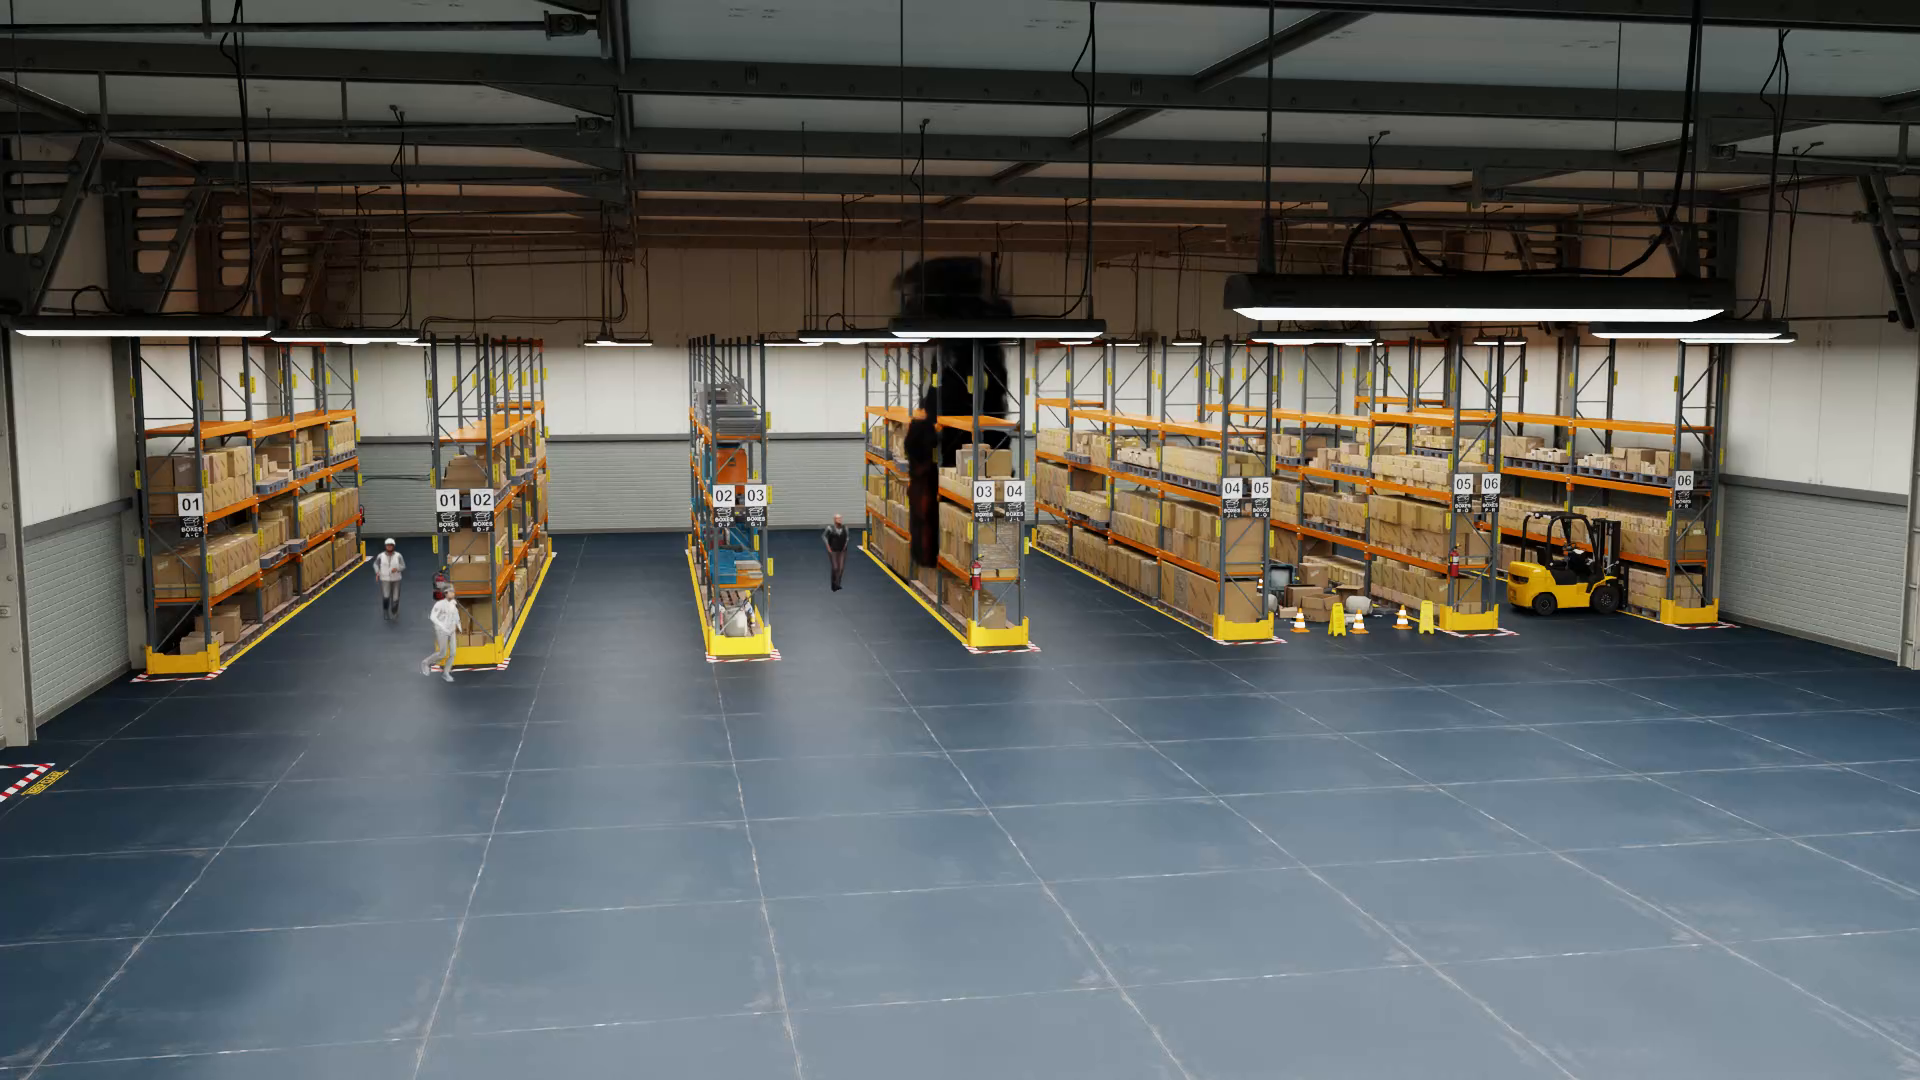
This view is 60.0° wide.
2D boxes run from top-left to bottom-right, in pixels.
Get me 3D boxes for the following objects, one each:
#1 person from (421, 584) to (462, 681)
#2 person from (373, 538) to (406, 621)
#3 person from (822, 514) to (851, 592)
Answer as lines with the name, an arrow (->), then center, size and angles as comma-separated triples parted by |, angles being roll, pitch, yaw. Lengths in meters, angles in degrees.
person -> -8.986, 1.594, 29.038 | 0.659, 1.665, 0.669 | 3, 7, 27
person -> -11.994, 0.839, 34.999 | 0.639, 1.736, 0.651 | -2, 7, -20
person -> -2.766, 0.307, 37.662 | 0.642, 1.773, 0.544 | -2, 7, -19
